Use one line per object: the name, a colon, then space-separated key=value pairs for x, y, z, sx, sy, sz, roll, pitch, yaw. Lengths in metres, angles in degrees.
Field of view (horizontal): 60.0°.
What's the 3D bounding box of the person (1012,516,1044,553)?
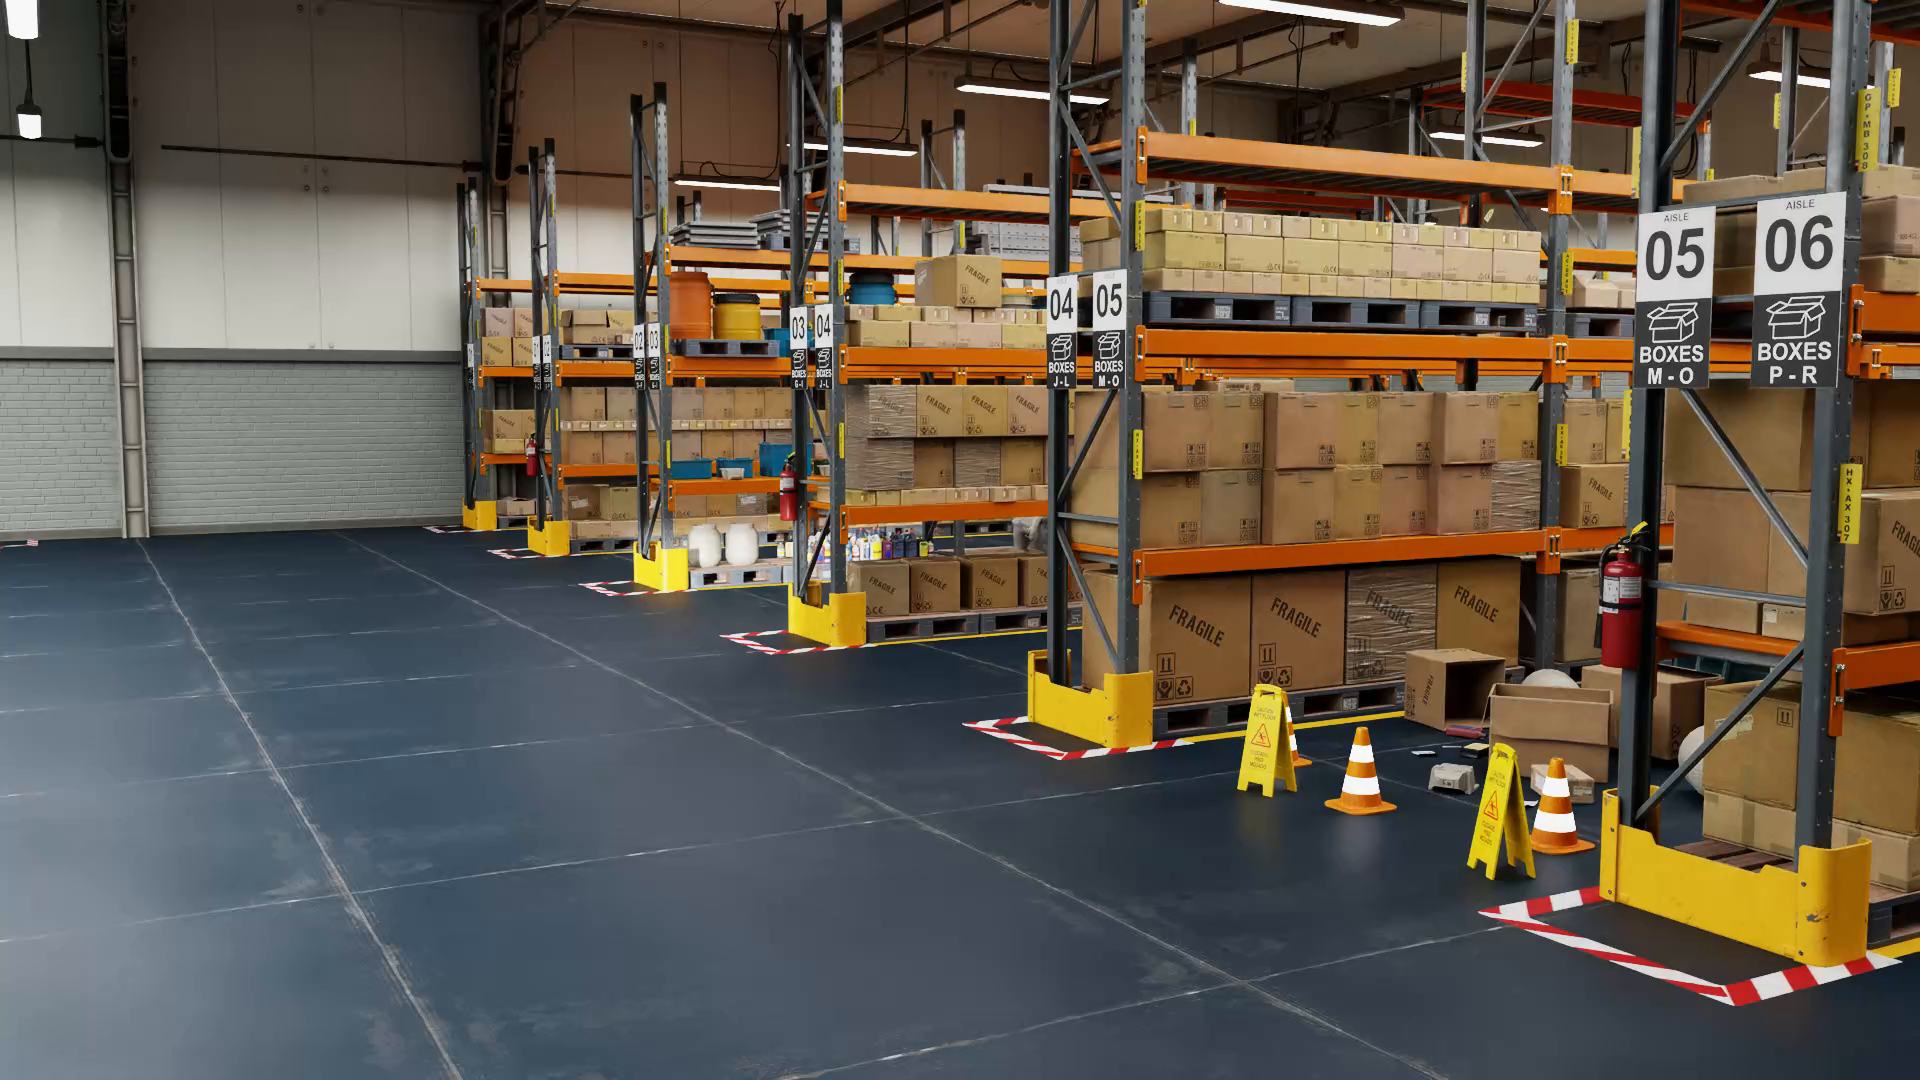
person: x=0.833 y=-0.161 z=19.198 sx=0.502 sy=1.666 sz=0.635 roll=4 pitch=7 yaw=41
